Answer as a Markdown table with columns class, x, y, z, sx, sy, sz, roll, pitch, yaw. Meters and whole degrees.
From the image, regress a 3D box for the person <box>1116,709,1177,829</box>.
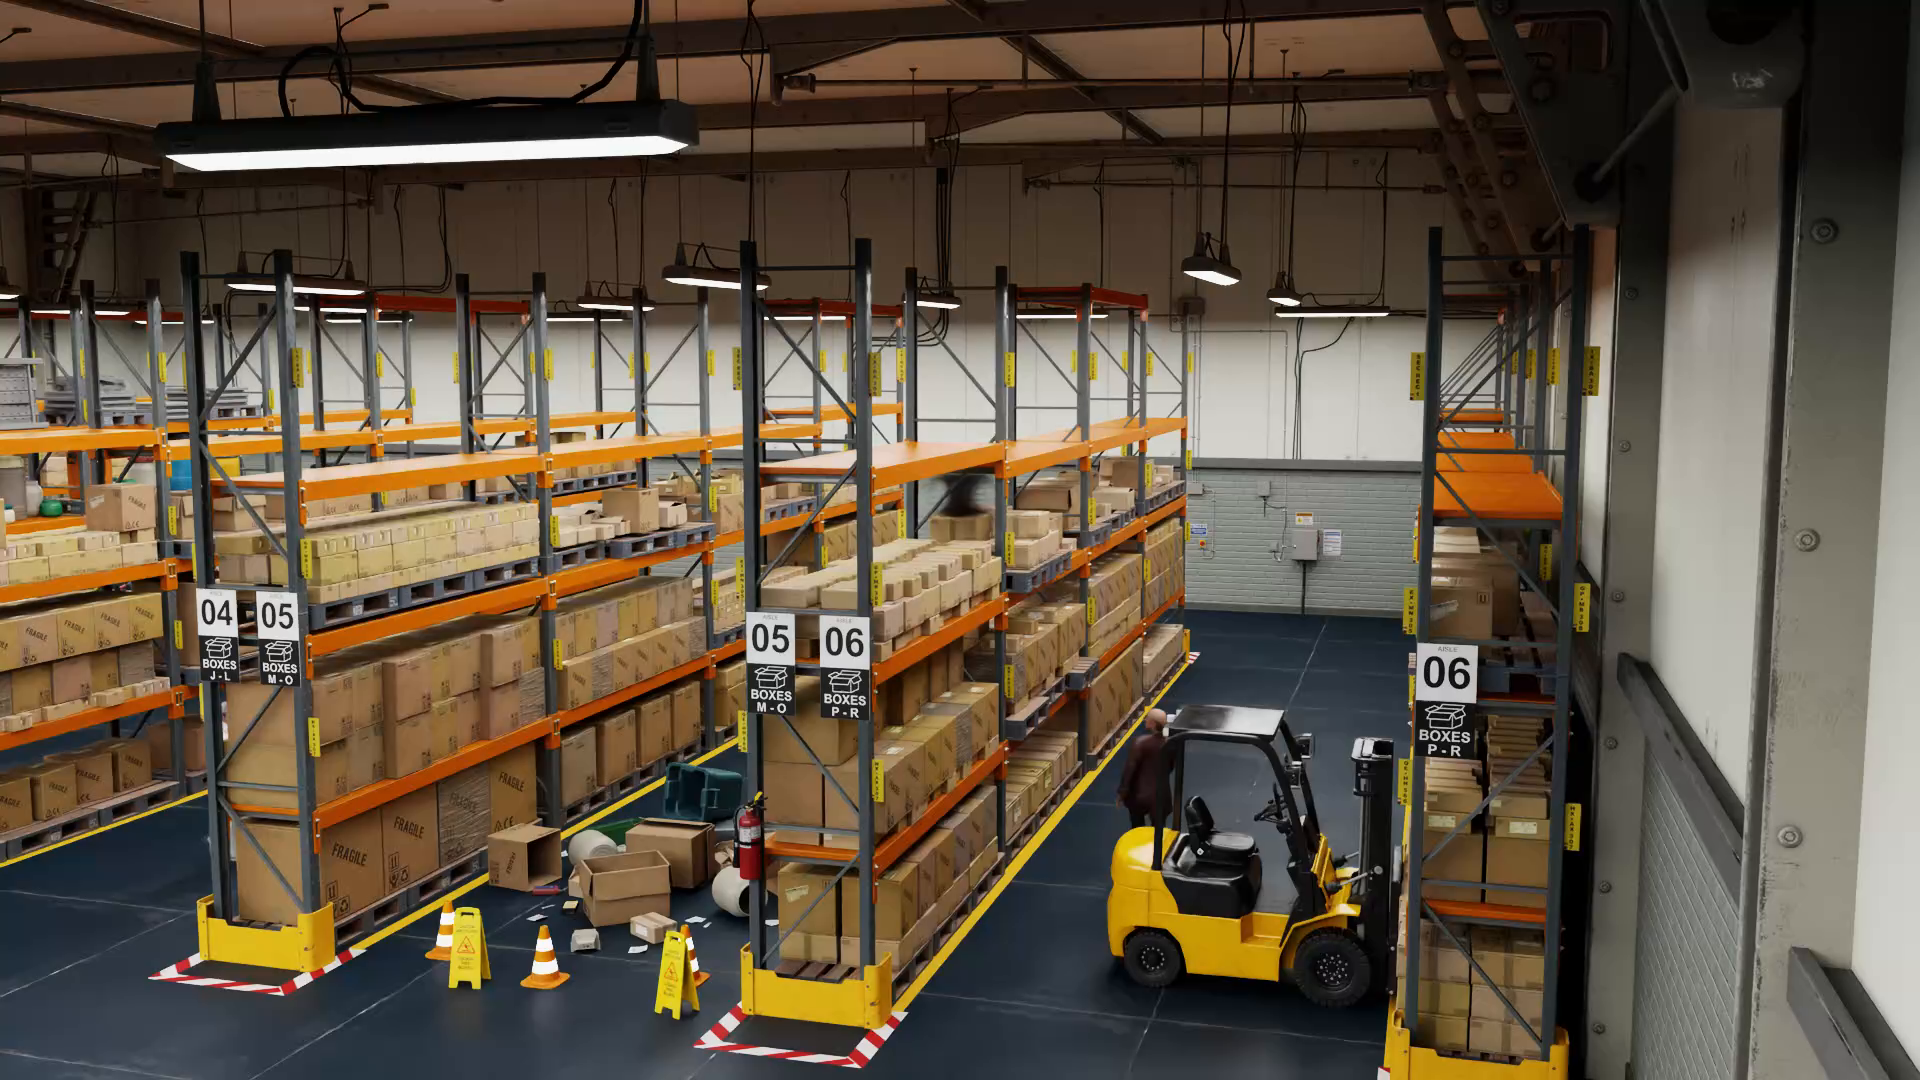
| class | x | y | z | sx | sy | sz | roll | pitch | yaw |
| --- | --- | --- | --- | --- | --- | --- | --- | --- | --- |
| person | 1.862 | 2.582 | 16.762 | 0.640 | 1.448 | 0.882 | -1 | 6 | -6 |

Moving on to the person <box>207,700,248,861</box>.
| class | x | y | z | sx | sy | sz | roll | pitch | yaw |
| --- | --- | --- | --- | --- | --- | --- | --- | --- | --- |
| person | -7.386 | 2.440 | 16.935 | 0.479 | 1.657 | 0.491 | -6 | 8 | -41 |
